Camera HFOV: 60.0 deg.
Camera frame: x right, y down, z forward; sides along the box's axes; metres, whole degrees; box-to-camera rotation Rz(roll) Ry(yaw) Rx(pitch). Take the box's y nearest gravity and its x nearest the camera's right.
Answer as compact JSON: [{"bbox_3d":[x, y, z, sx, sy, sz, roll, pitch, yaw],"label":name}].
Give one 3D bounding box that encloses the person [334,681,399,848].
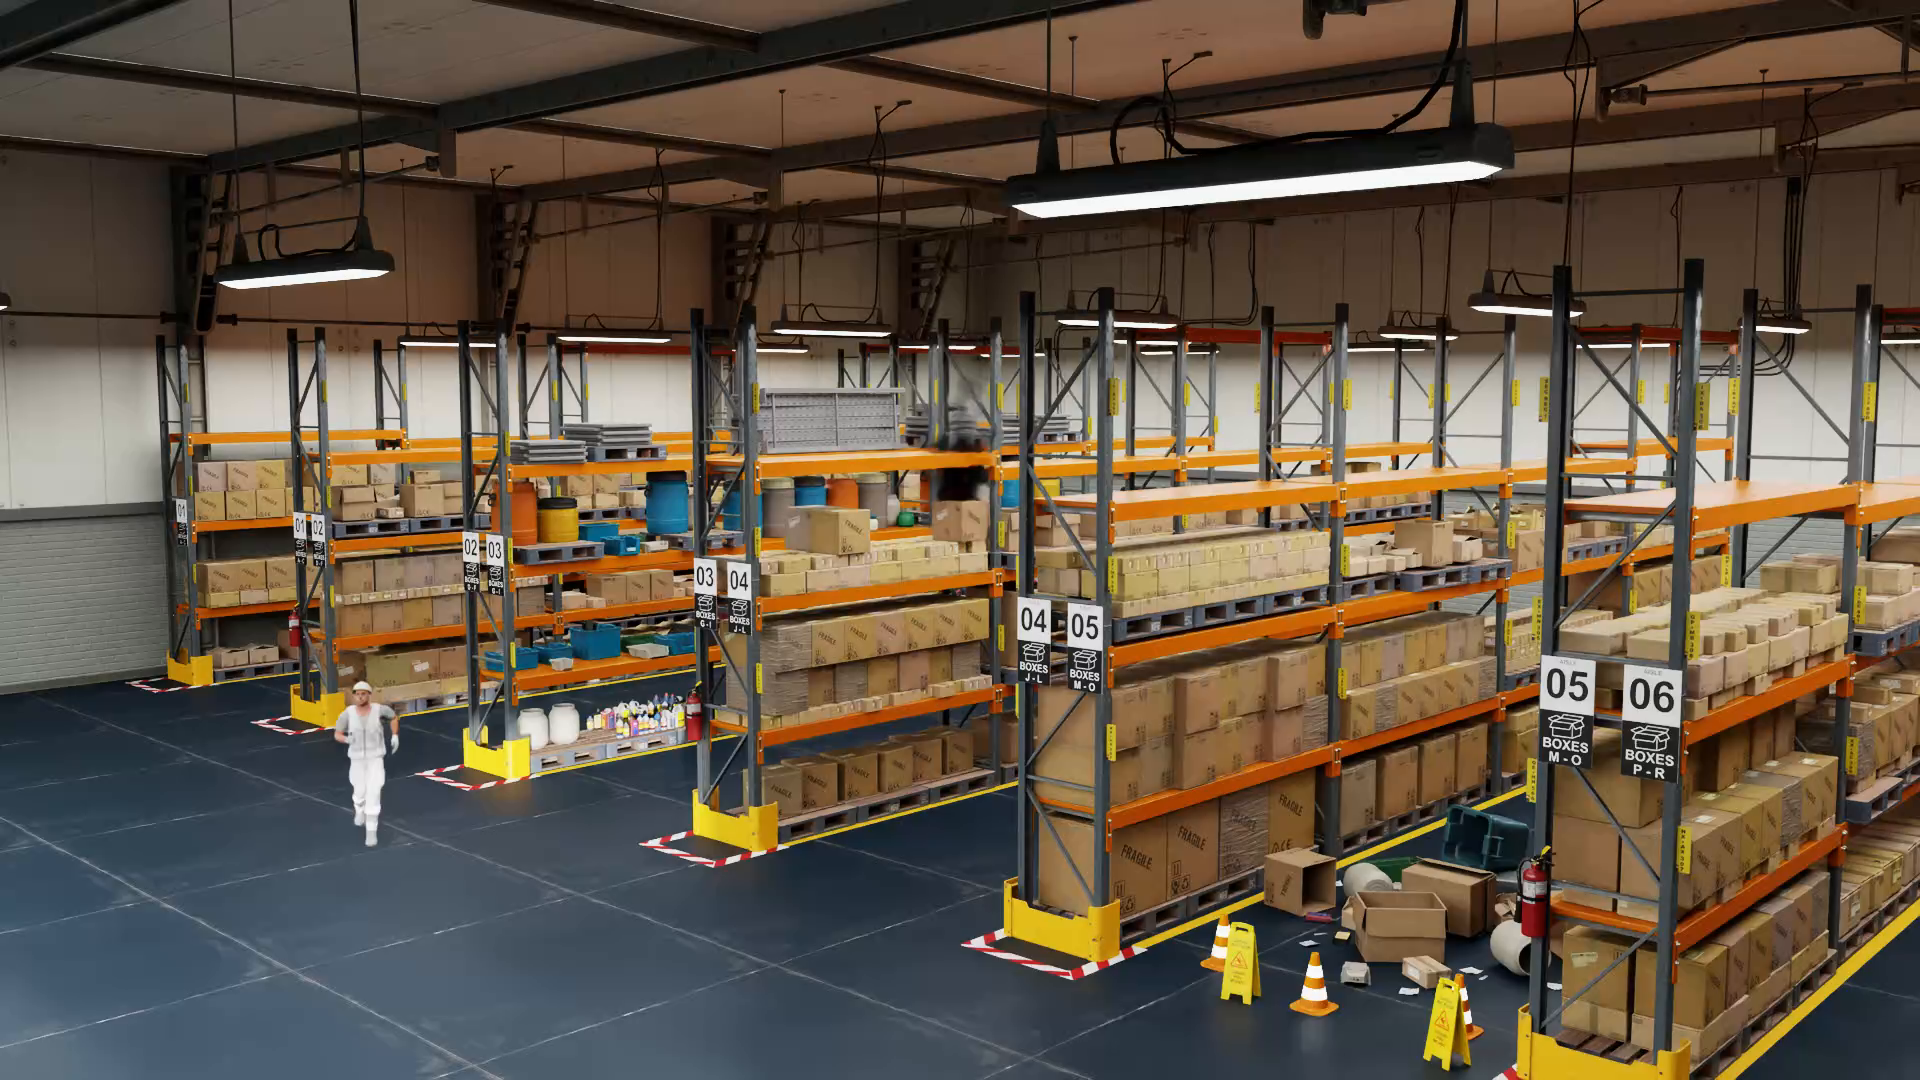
[{"bbox_3d":[-6.747,2.494,18.941,0.675,1.820,0.970,-1,6,-13],"label":"person"}]
